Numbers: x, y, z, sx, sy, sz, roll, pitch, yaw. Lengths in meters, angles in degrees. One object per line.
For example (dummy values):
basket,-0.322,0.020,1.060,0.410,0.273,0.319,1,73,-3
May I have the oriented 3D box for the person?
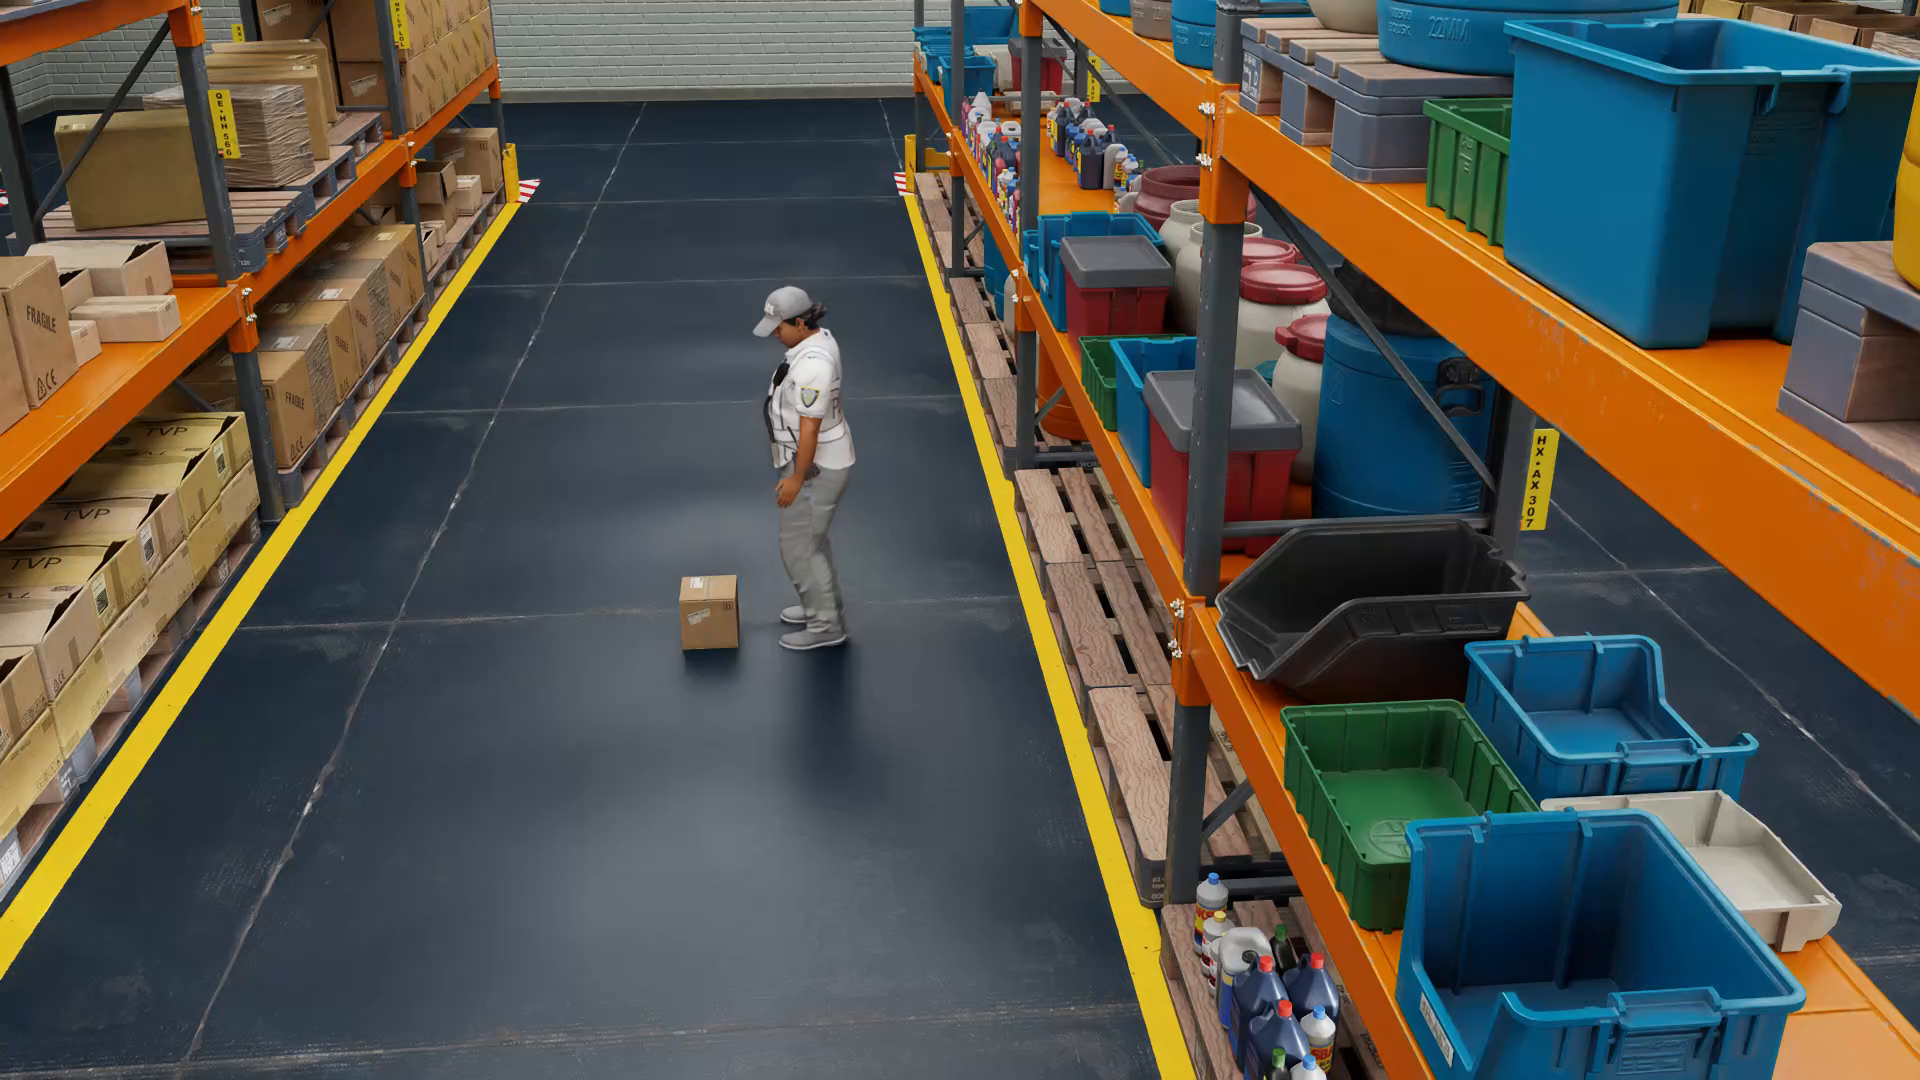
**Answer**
person,-0.671,-0.311,7.348,0.419,1.637,0.480,-2,24,-4
